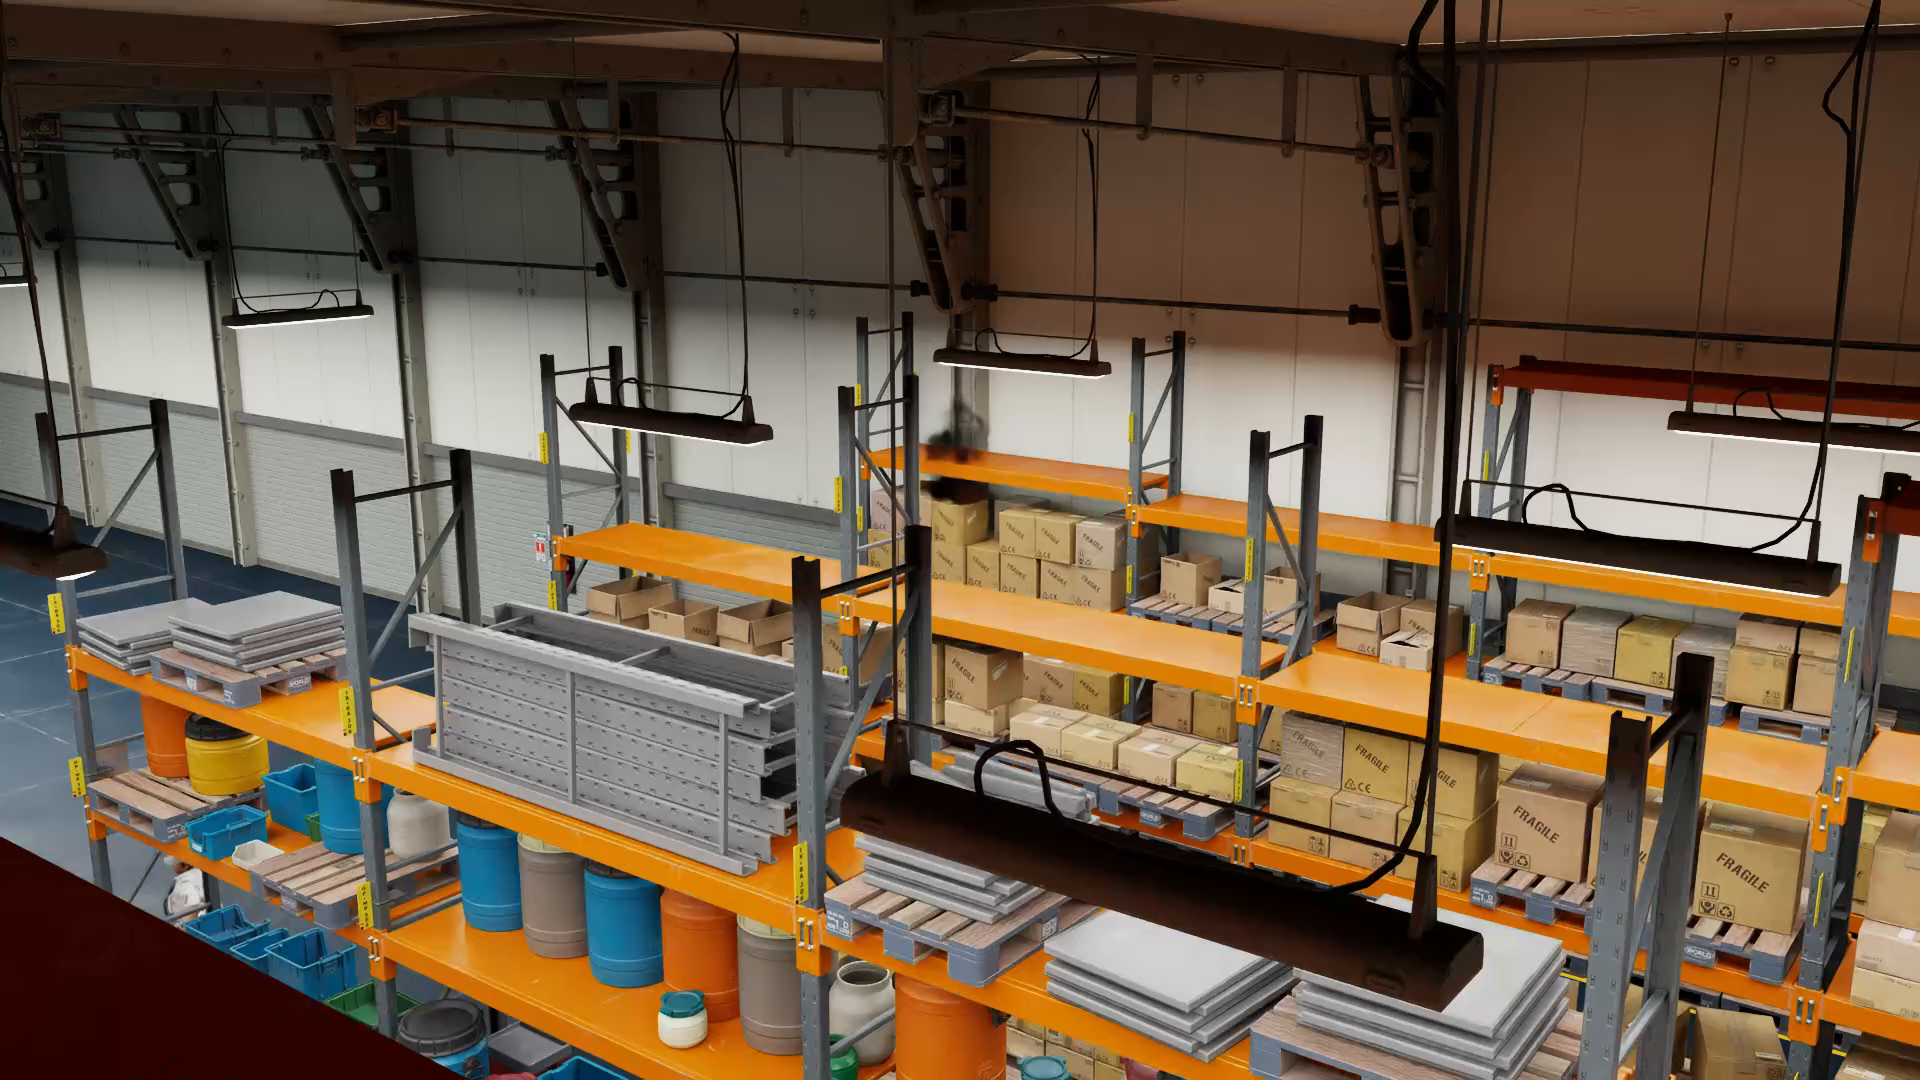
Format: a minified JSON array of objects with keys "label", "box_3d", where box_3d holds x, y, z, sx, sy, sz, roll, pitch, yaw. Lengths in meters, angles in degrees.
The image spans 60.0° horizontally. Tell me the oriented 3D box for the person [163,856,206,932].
[{"label":"person","box_3d":[-7.292,3.296,15.712,0.419,0.867,0.668,-1,13,-4]}]
